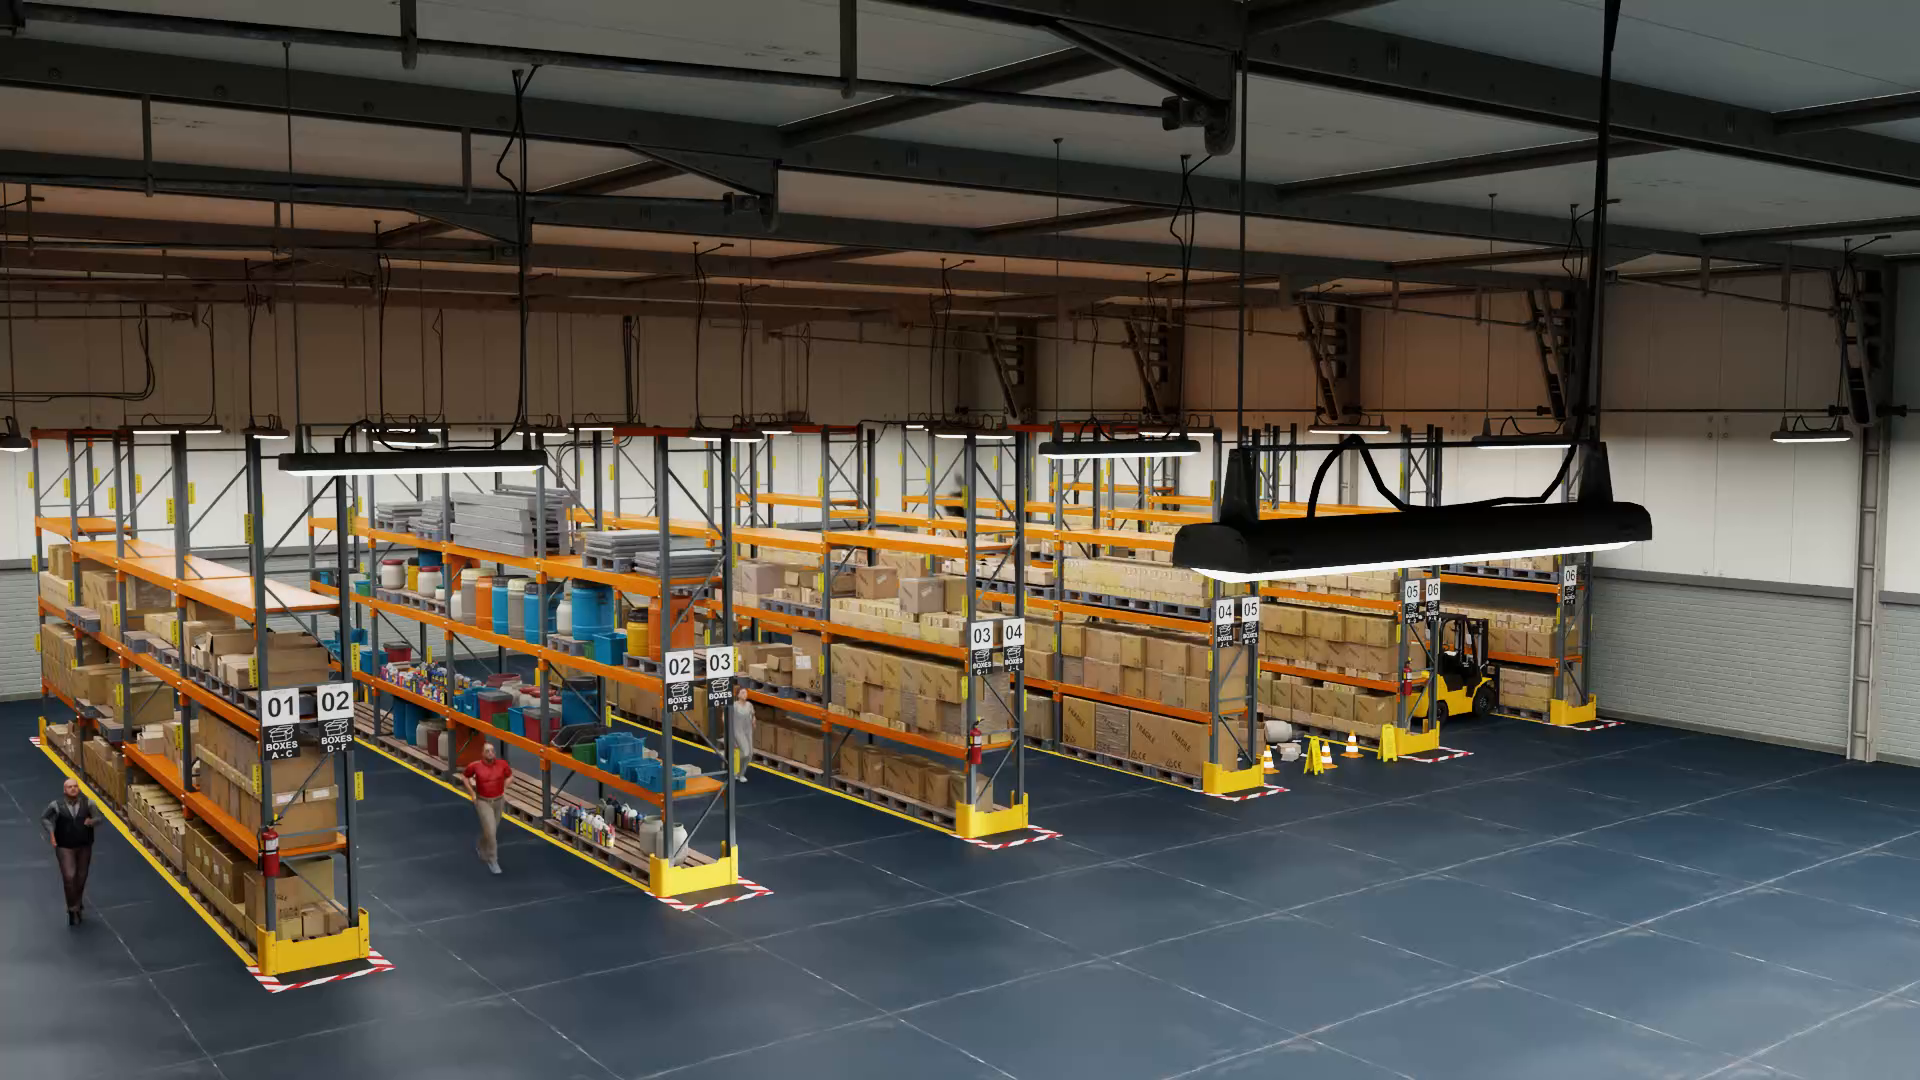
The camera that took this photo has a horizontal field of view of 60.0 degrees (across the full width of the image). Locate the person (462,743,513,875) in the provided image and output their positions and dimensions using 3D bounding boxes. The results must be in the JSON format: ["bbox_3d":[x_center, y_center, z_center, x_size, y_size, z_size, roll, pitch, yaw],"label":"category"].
[{"bbox_3d":[-6.481,3.671,22.981,0.636,1.778,0.865,-4,6,-41],"label":"person"}]

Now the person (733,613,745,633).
[{"bbox_3d":[-5.621,2.219,41.793,0.652,1.668,0.765,0,4,3],"label":"person"}]

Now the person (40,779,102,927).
[{"bbox_3d":[-10.999,3.843,20.648,0.643,1.774,0.747,-4,6,-42],"label":"person"}]

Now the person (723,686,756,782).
[{"bbox_3d":[-3.680,3.302,28.245,0.557,1.629,0.553,-4,6,-42],"label":"person"}]
